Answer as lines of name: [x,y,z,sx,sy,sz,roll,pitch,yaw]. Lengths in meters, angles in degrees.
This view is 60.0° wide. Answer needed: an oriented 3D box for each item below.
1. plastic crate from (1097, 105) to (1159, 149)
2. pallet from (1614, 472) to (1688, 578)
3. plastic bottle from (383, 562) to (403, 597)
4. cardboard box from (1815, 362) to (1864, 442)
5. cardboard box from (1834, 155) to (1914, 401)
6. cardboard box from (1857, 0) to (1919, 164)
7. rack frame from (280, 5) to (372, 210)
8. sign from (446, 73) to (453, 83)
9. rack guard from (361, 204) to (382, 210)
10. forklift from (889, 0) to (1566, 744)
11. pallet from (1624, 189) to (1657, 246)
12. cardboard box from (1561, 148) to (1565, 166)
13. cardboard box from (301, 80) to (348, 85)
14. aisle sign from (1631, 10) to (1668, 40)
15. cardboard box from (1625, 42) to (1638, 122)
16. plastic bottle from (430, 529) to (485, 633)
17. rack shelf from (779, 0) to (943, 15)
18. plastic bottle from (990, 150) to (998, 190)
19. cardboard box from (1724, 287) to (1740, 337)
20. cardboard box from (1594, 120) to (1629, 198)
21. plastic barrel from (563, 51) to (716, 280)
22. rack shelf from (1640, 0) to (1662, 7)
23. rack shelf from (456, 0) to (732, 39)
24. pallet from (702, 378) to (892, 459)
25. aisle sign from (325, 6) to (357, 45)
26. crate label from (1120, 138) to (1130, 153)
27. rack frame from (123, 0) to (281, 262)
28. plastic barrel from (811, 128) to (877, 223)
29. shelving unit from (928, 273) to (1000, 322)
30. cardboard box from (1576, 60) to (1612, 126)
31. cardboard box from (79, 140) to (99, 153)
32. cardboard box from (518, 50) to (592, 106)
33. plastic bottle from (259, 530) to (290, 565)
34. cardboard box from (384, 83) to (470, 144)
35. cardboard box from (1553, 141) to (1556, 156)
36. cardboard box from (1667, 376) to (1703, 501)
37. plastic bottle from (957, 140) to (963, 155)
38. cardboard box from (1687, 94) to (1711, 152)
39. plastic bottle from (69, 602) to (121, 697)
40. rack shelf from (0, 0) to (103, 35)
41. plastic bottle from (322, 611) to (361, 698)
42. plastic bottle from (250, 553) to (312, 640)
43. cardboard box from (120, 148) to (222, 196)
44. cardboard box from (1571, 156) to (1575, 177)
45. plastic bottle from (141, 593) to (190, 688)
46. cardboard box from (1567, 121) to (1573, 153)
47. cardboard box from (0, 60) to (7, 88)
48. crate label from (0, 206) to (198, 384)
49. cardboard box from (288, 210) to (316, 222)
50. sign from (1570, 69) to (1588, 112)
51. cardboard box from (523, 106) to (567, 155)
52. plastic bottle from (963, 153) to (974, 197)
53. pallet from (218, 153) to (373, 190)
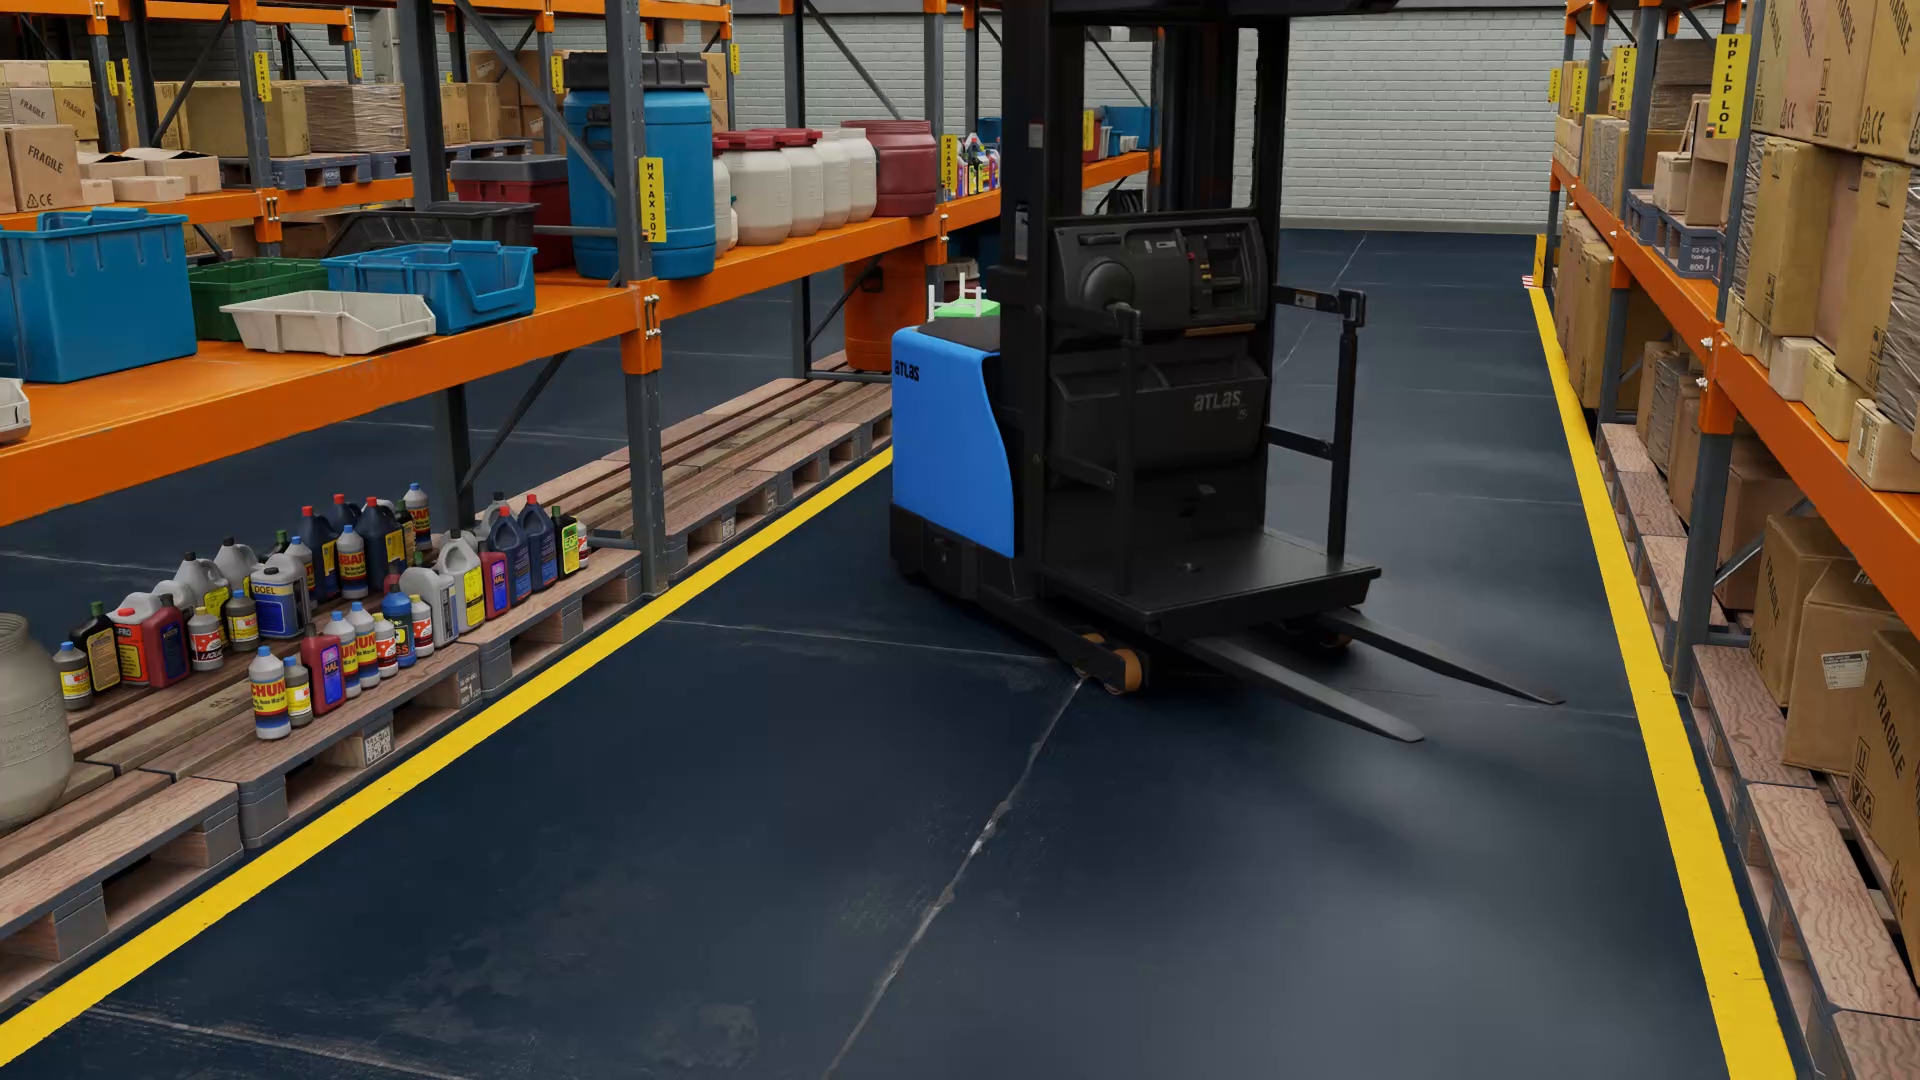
plastic crate: [1.761,-4.332,17.432,0.616,0.435,0.499,5,16,16]
pallet: [3.580,-0.048,7.610,1.003,0.211,1.213,5,16,16]
plastic bottle: [-1.938,0.206,5.779,0.061,0.283,0.133,5,16,16]
cardboard box: [2.253,-0.318,3.913,0.380,0.149,0.250,5,16,16]
cardboard box: [2.425,-0.549,3.540,0.875,0.500,0.500,5,16,16]
cardboard box: [2.229,-1.046,3.459,0.500,0.500,0.500,5,16,16]
rack frame: [-7.822,-5.157,20.513,1.000,3.000,0.127,5,16,16]
sign: [-4.730,-4.184,15.496,0.100,0.325,0.005,5,16,16]
rack guard: [-7.815,-3.961,20.877,1.175,0.500,0.348,5,16,16]
forklift: [0.863,-1.002,5.992,1.130,2.935,3.031,-9,18,-29]
pallet: [4.052,-1.625,8.411,1.213,0.211,1.003,5,16,16]
cardboard box: [5.573,-3.414,14.829,0.380,0.149,0.250,4,16,14]
cardboard box: [-7.957,-5.167,19.999,0.980,0.700,0.700,5,17,18]
aisle sign: [6.734,-5.251,16.080,0.394,0.787,0.004,5,16,16]
cardboard box: [4.748,-2.979,10.812,0.797,0.503,0.637,5,17,18]
plastic bottle: [-1.786,0.139,5.890,0.144,0.351,0.185,5,16,16]
rack shelf: [-1.165,-2.869,8.270,1.077,0.370,4.000,5,16,16]
plastic bottle: [0.224,-2.652,11.919,0.097,0.271,0.097,0,16,0]
cardboard box: [2.666,-0.711,5.300,0.380,0.149,0.250,5,16,16]
cardboard box: [4.492,-2.507,10.988,0.500,0.500,0.500,5,17,17]
plastic barrel: [-1.333,-1.568,6.941,0.600,0.901,0.708,5,16,16]
rack shelf: [3.584,-2.485,6.916,1.077,0.370,4.000,5,16,16]
rack shelf: [-3.639,-5.347,17.007,1.077,0.370,4.000,5,16,16]
pallet: [-0.854,-0.754,10.102,1.003,0.211,1.213,5,16,16]
aisle sign: [-7.513,-6.403,20.143,0.394,0.787,0.004,5,16,16]
crate label: [1.467,-3.914,16.504,0.396,0.136,0.243,5,16,16]
rack frame: [-5.345,-2.681,11.784,1.000,3.000,0.127,5,16,16]
plastic barrel: [-0.684,-2.064,9.403,0.421,0.512,0.421,0,16,0]
shelving unit: [0.047,-0.621,7.818,0.258,1.200,0.503,5,16,16]
cardboard box: [5.163,-3.531,13.136,0.500,0.500,0.500,5,17,17]
cardboard box: [-8.783,-3.889,16.466,0.380,0.149,0.250,5,17,16]
cardboard box: [-3.804,-4.358,15.681,0.500,0.500,0.500,5,17,17]
plastic bottle: [-2.501,0.114,6.101,0.061,0.283,0.133,5,17,18]
cardboard box: [-4.692,-3.686,14.375,0.700,0.500,0.500,7,17,25]
cardboard box: [6.008,-3.816,16.248,0.380,0.149,0.250,5,17,17]
cardboard box: [3.681,-0.449,7.689,0.700,0.500,0.500,6,17,21]
plastic bottle: [-0.061,-3.095,13.472,0.152,0.276,0.135,5,16,16]
cardboard box: [4.037,-2.017,8.492,0.500,0.500,0.500,3,16,9]
plastic bottle: [-2.753,0.346,5.284,0.061,0.283,0.133,5,17,17]
rack shelf: [-9.527,-4.684,14.668,1.077,0.370,4.000,5,16,16]
plastic bottle: [-1.958,0.358,5.262,0.097,0.271,0.097,0,16,0]
plastic bottle: [-2.386,0.194,5.833,0.152,0.276,0.135,5,16,16]
cardboard box: [-5.490,-2.546,11.472,0.500,0.311,0.500,6,17,19]
cardboard box: [5.135,-3.010,13.404,0.380,0.149,0.250,5,17,17]
plastic bottle: [-2.568,0.322,5.368,0.061,0.283,0.133,5,16,16]
cardboard box: [5.452,-3.434,14.169,0.500,0.250,0.500,5,17,17]
cardboard box: [-9.145,-4.263,15.224,0.500,0.250,0.500,5,17,17]
crate label: [-2.606,-0.722,4.814,0.502,0.435,0.616,5,16,16]
cardboard box: [-8.067,-3.835,19.663,0.700,0.500,0.500,5,16,16]
sign: [4.756,-3.455,12.783,0.100,0.325,0.005,5,16,16]
cardboard box: [-3.802,-3.888,15.855,0.500,0.500,0.500,5,17,17]
plastic bottle: [0.050,-2.480,11.290,0.061,0.283,0.133,5,16,16]
pallet: [-5.219,-2.771,12.454,1.213,0.211,1.003,5,16,16]
